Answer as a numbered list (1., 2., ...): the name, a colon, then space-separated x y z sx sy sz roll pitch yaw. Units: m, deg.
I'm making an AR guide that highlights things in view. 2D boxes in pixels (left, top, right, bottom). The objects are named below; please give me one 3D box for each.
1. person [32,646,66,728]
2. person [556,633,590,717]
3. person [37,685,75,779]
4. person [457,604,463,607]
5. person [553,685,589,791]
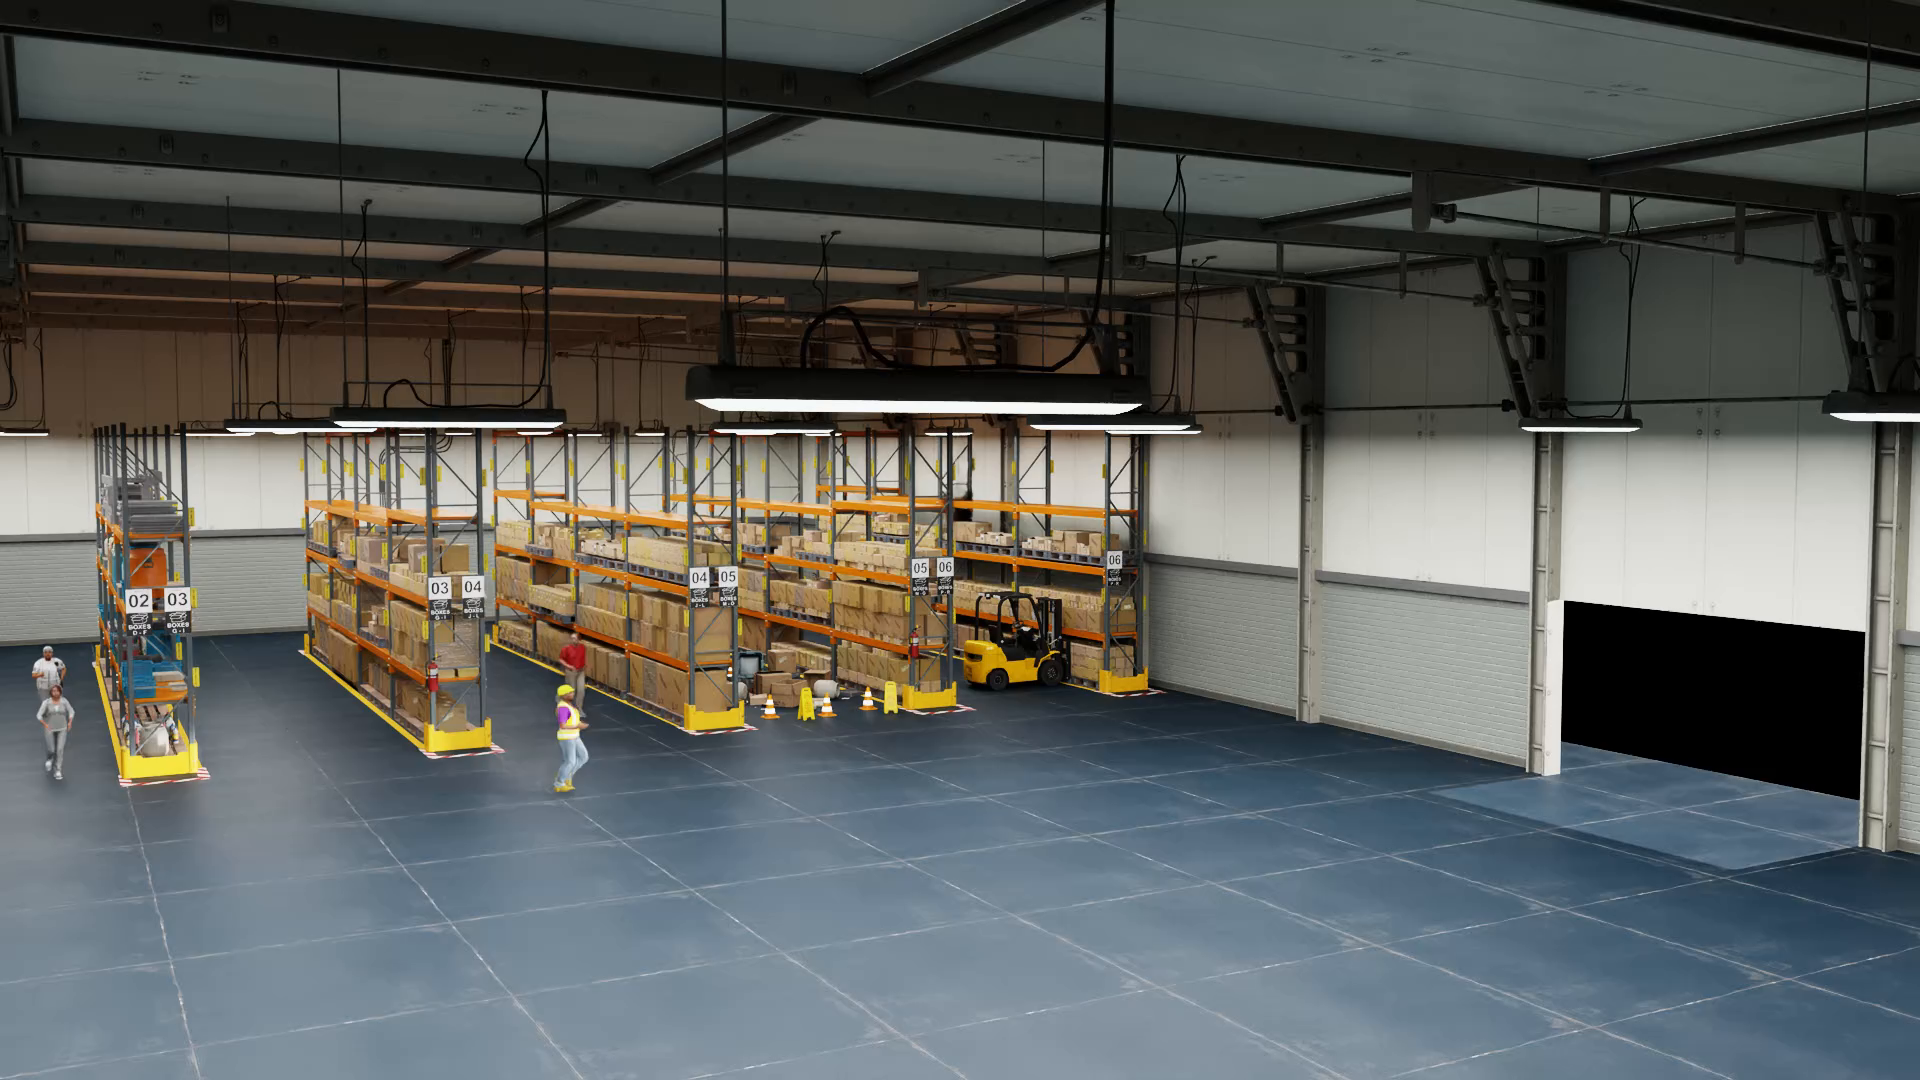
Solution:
1. person: -17.797 2.928 32.499 0.585 1.723 0.708 -2 4 -26
2. person: -8.033 2.795 34.581 0.670 1.718 0.844 -3 5 -42
3. person: -15.346 3.242 28.235 0.573 1.589 0.622 -2 4 -35
4. person: -13.912 2.069 46.979 0.651 1.659 0.565 1 4 15
5. person: -6.292 3.213 26.969 0.626 1.750 0.680 0 3 0
